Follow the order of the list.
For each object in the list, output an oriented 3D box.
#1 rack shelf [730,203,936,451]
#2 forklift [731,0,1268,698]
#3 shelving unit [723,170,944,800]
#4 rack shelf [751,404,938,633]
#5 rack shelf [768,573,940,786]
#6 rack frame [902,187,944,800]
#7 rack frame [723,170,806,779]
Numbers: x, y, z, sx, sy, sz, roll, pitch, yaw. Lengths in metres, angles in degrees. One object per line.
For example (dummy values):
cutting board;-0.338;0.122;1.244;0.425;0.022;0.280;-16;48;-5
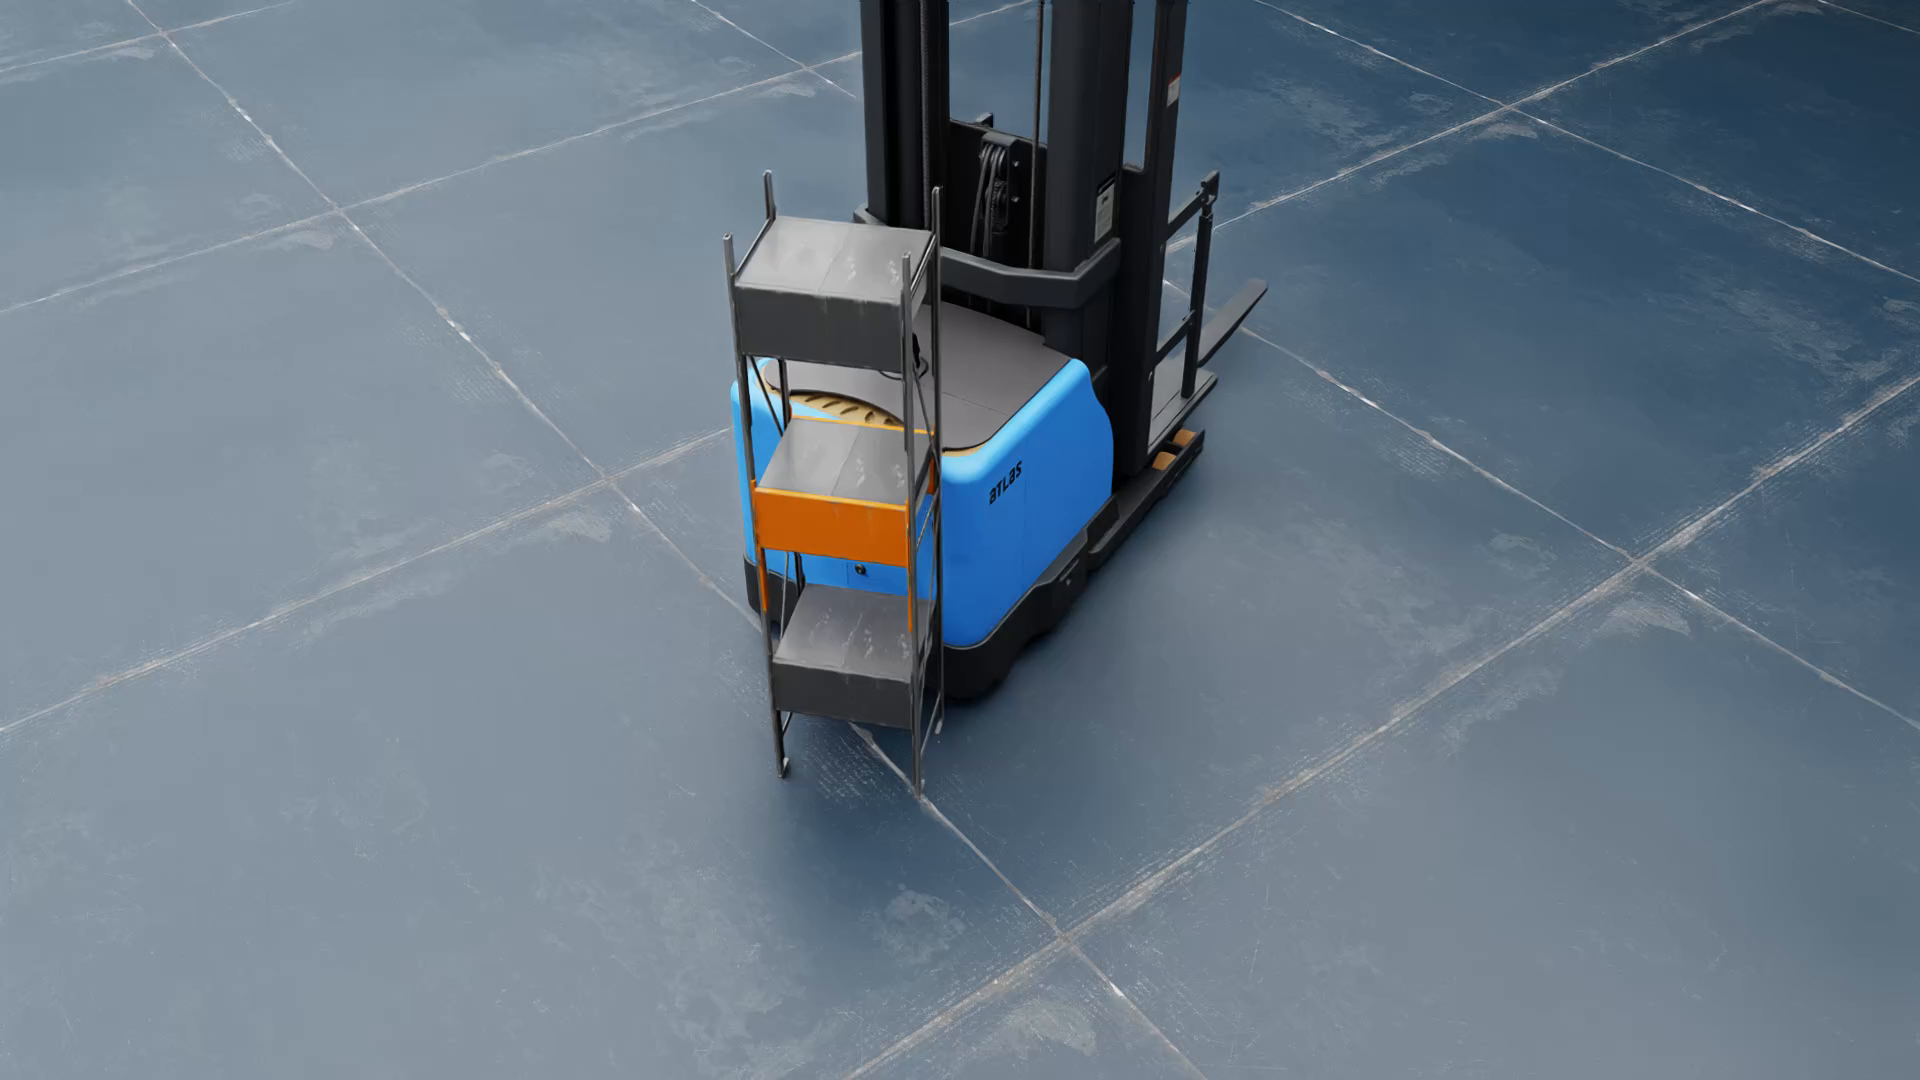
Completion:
rack shelf;-0.343;-0.611;4.757;0.480;0.518;0.431;7;40;9
forklift;0.388;-1.479;6.242;1.130;2.935;3.031;21;44;24
shelving unit;-0.343;-0.080;5.192;0.503;2.100;0.431;7;40;9
rack shelf;-0.343;-0.070;5.201;0.480;0.518;0.431;7;40;9
rack shelf;-0.343;0.471;5.645;0.480;0.518;0.431;7;40;9
rack frame;-0.104;-0.049;5.154;0.015;2.100;0.400;7;40;9
rack frame;-0.582;-0.112;5.231;0.015;2.100;0.400;7;40;9
